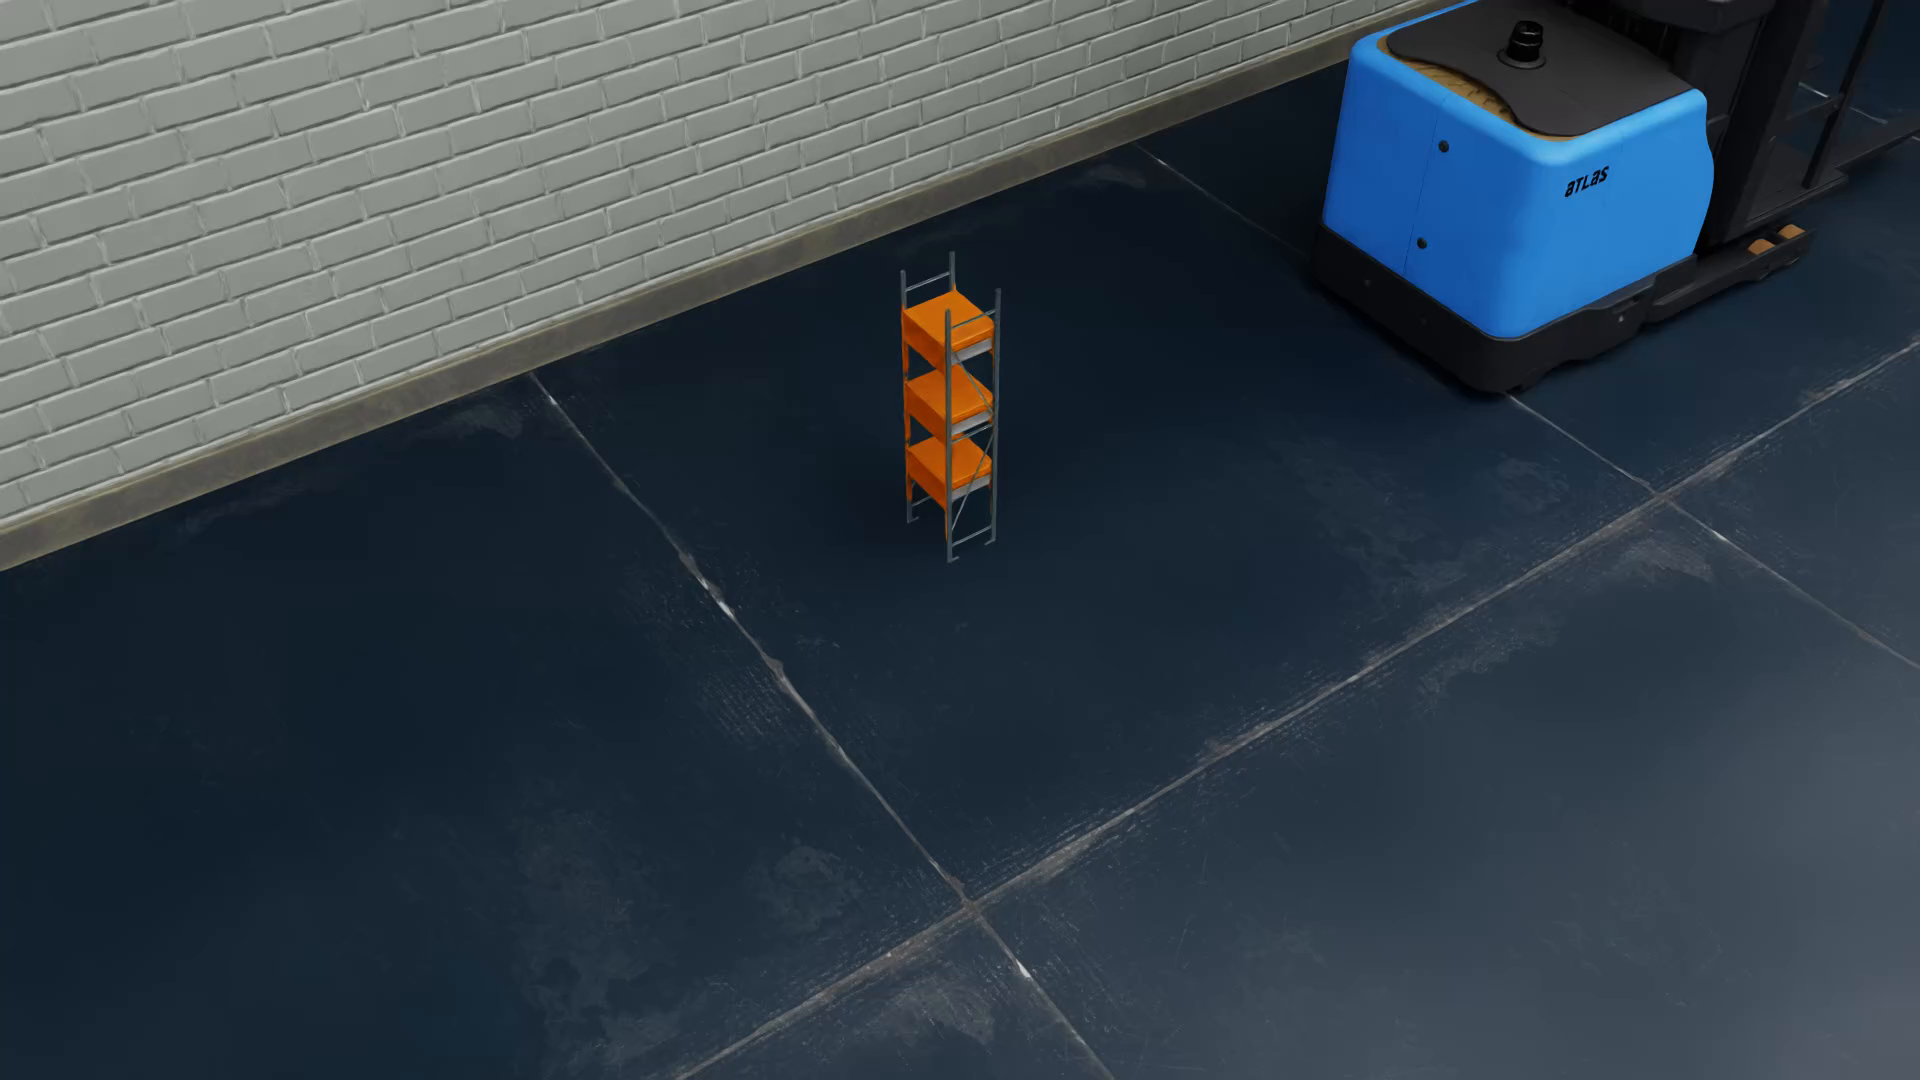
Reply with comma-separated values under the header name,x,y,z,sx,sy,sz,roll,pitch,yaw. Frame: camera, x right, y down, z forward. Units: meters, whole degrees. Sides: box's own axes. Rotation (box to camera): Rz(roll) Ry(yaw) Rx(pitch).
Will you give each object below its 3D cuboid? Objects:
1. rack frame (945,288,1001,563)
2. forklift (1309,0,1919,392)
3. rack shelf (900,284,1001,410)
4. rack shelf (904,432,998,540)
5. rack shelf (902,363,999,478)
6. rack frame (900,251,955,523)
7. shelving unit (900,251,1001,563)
name,x,y,z,sx,sy,sz,roll,pitch,yaw
rack frame,0.039,-0.341,5.347,0.200,1.050,0.008,-26,49,-24
forklift,2.939,-2.412,6.154,3.031,2.935,1.130,-25,49,-24
rack shelf,-0.031,-0.608,5.231,0.215,0.259,0.240,-26,49,-24
rack shelf,-0.031,-0.201,5.618,0.215,0.259,0.240,-26,49,-24
rack shelf,-0.031,-0.402,5.427,0.215,0.259,0.240,-26,49,-24
rack frame,-0.100,-0.479,5.492,0.200,1.050,0.008,-26,49,-24
shelving unit,-0.031,-0.410,5.419,0.215,1.050,0.252,-26,49,-24
